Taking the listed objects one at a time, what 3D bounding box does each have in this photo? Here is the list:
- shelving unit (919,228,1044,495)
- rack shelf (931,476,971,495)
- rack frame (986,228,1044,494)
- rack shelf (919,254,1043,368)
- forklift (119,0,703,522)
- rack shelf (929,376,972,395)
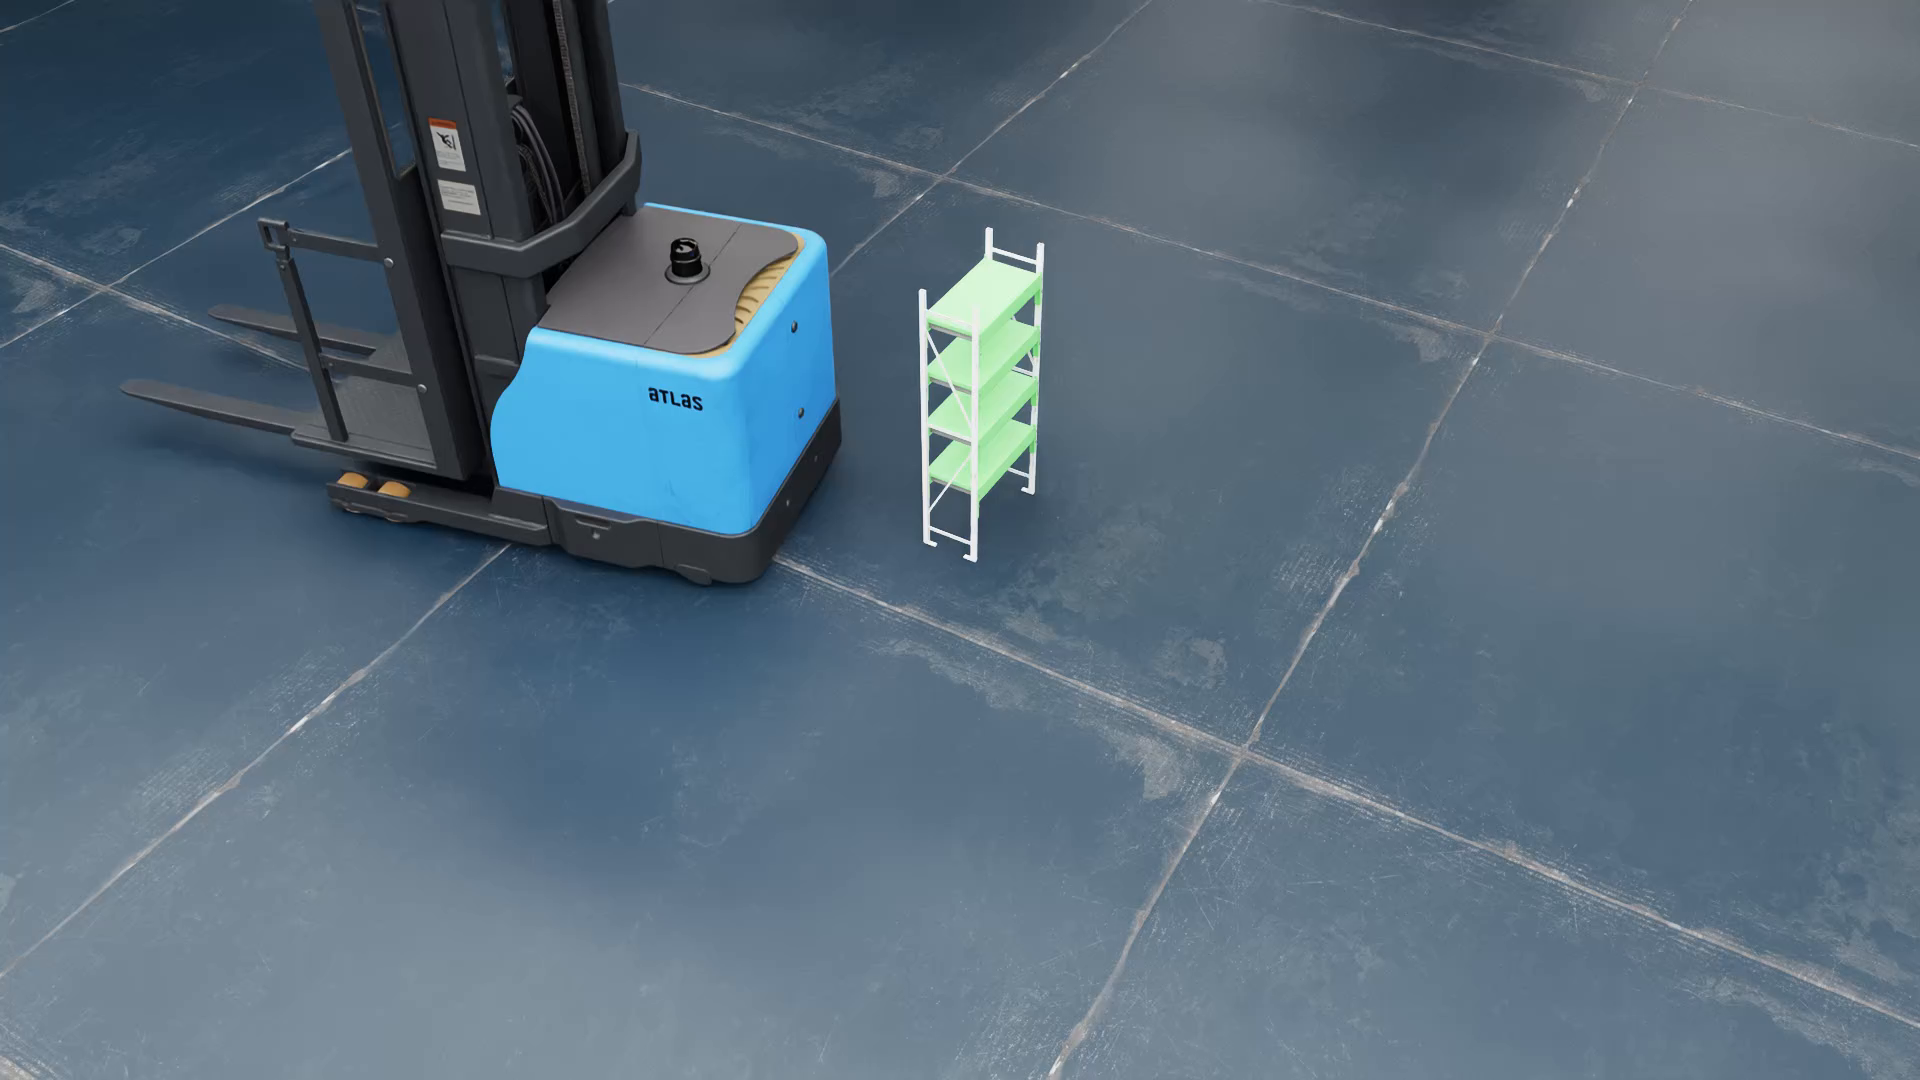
[{"bbox_3d":[0.086,-0.548,6.465,0.258,1.200,0.492,21,45,22],"label":"shelving unit"},{"bbox_3d":[0.083,-0.338,6.643,0.199,0.029,0.442,21,45,22],"label":"rack shelf"},{"bbox_3d":[0.205,-0.685,6.620,0.240,1.200,0.015,21,45,22],"label":"rack frame"},{"bbox_3d":[0.083,-0.857,6.186,0.258,0.148,0.480,21,45,22],"label":"rack shelf"},{"bbox_3d":[-2.080,-1.495,6.230,3.031,2.935,1.121,12,43,13],"label":"forklift"},{"bbox_3d":[0.083,-0.699,6.326,0.199,0.029,0.442,21,45,22],"label":"rack shelf"}]
